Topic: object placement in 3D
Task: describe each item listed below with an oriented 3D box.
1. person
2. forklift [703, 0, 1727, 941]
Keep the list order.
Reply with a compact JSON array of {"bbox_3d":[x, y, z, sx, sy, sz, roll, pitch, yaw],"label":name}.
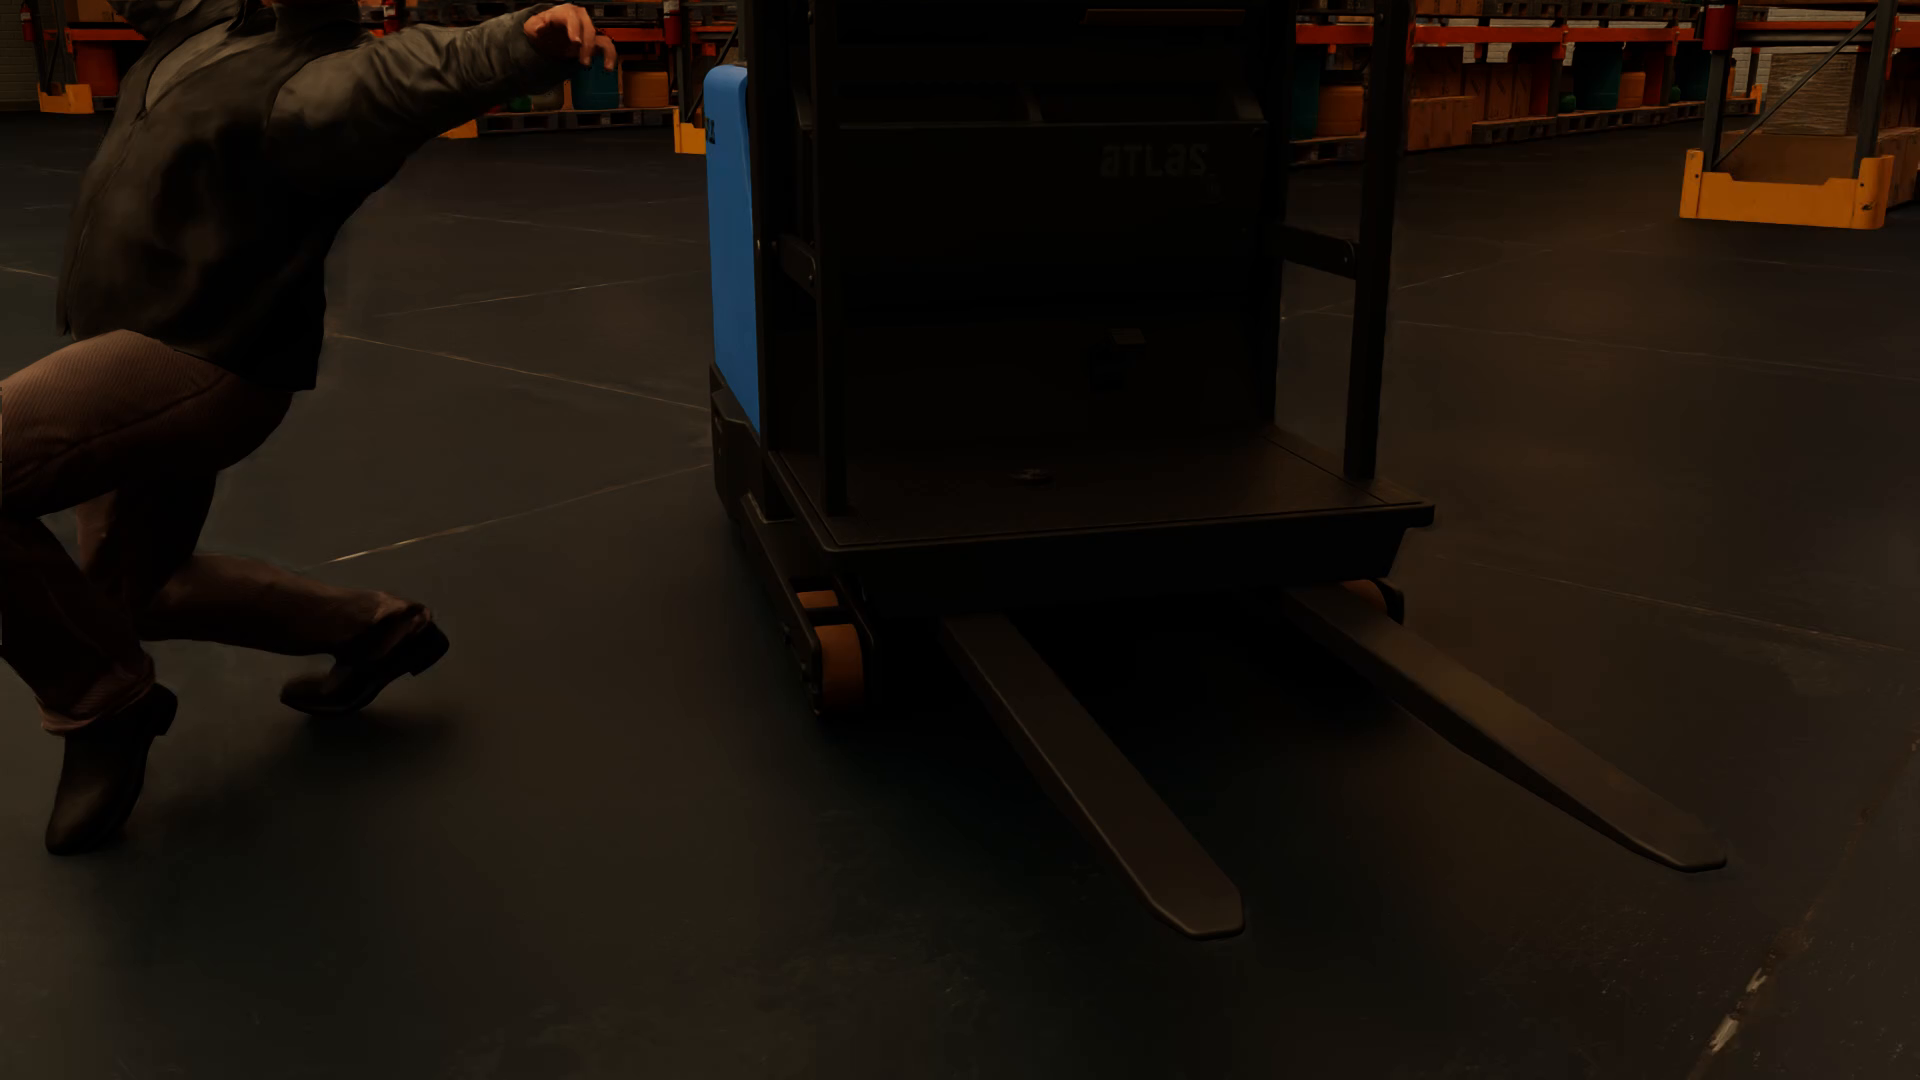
[{"bbox_3d":[-0.992,-0.308,2.382,0.739,1.546,1.064,-15,22,-40],"label":"person"},{"bbox_3d":[0.195,-1.215,2.898,1.130,2.935,3.031,-4,17,-14],"label":"forklift"}]
